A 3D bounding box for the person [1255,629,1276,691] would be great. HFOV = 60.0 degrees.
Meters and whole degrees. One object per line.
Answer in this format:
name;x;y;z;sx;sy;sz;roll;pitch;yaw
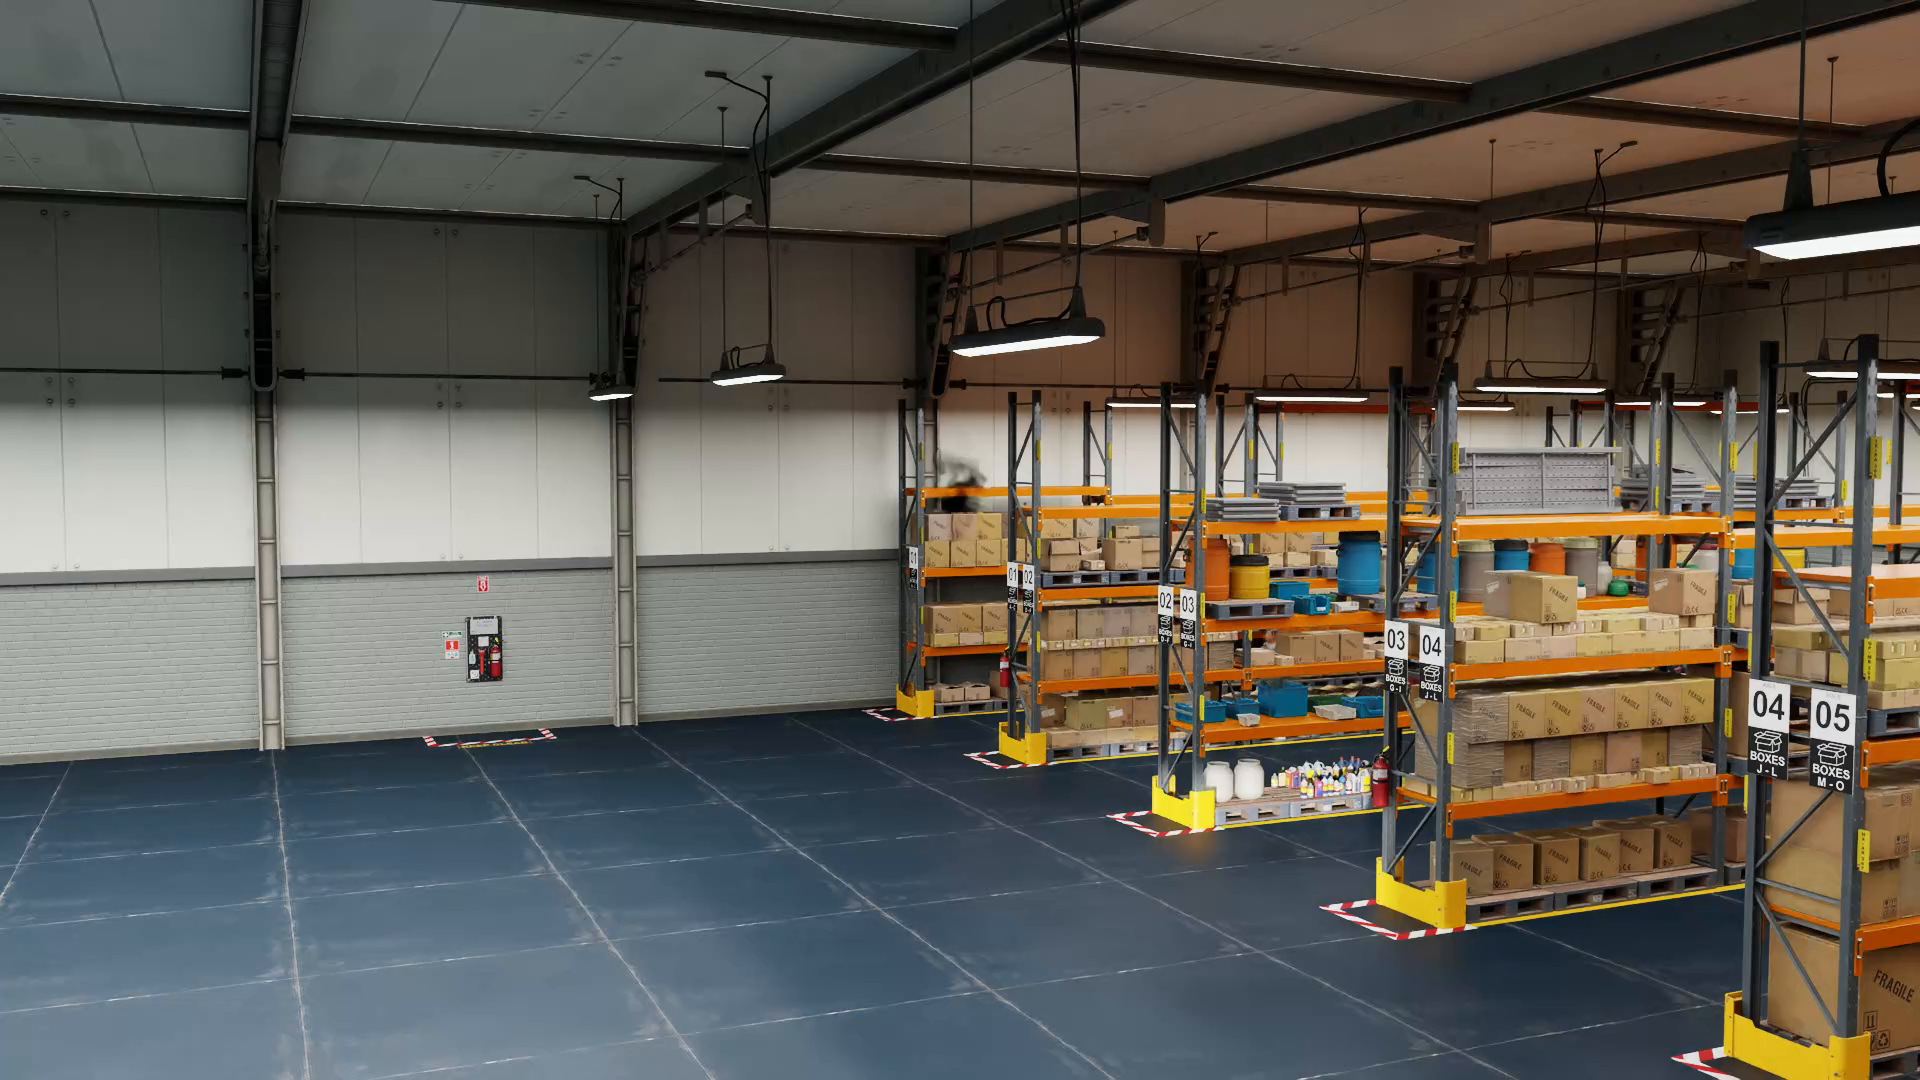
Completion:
person;5.783;2.498;31.534;0.556;1.635;0.575;-2;4;-33
